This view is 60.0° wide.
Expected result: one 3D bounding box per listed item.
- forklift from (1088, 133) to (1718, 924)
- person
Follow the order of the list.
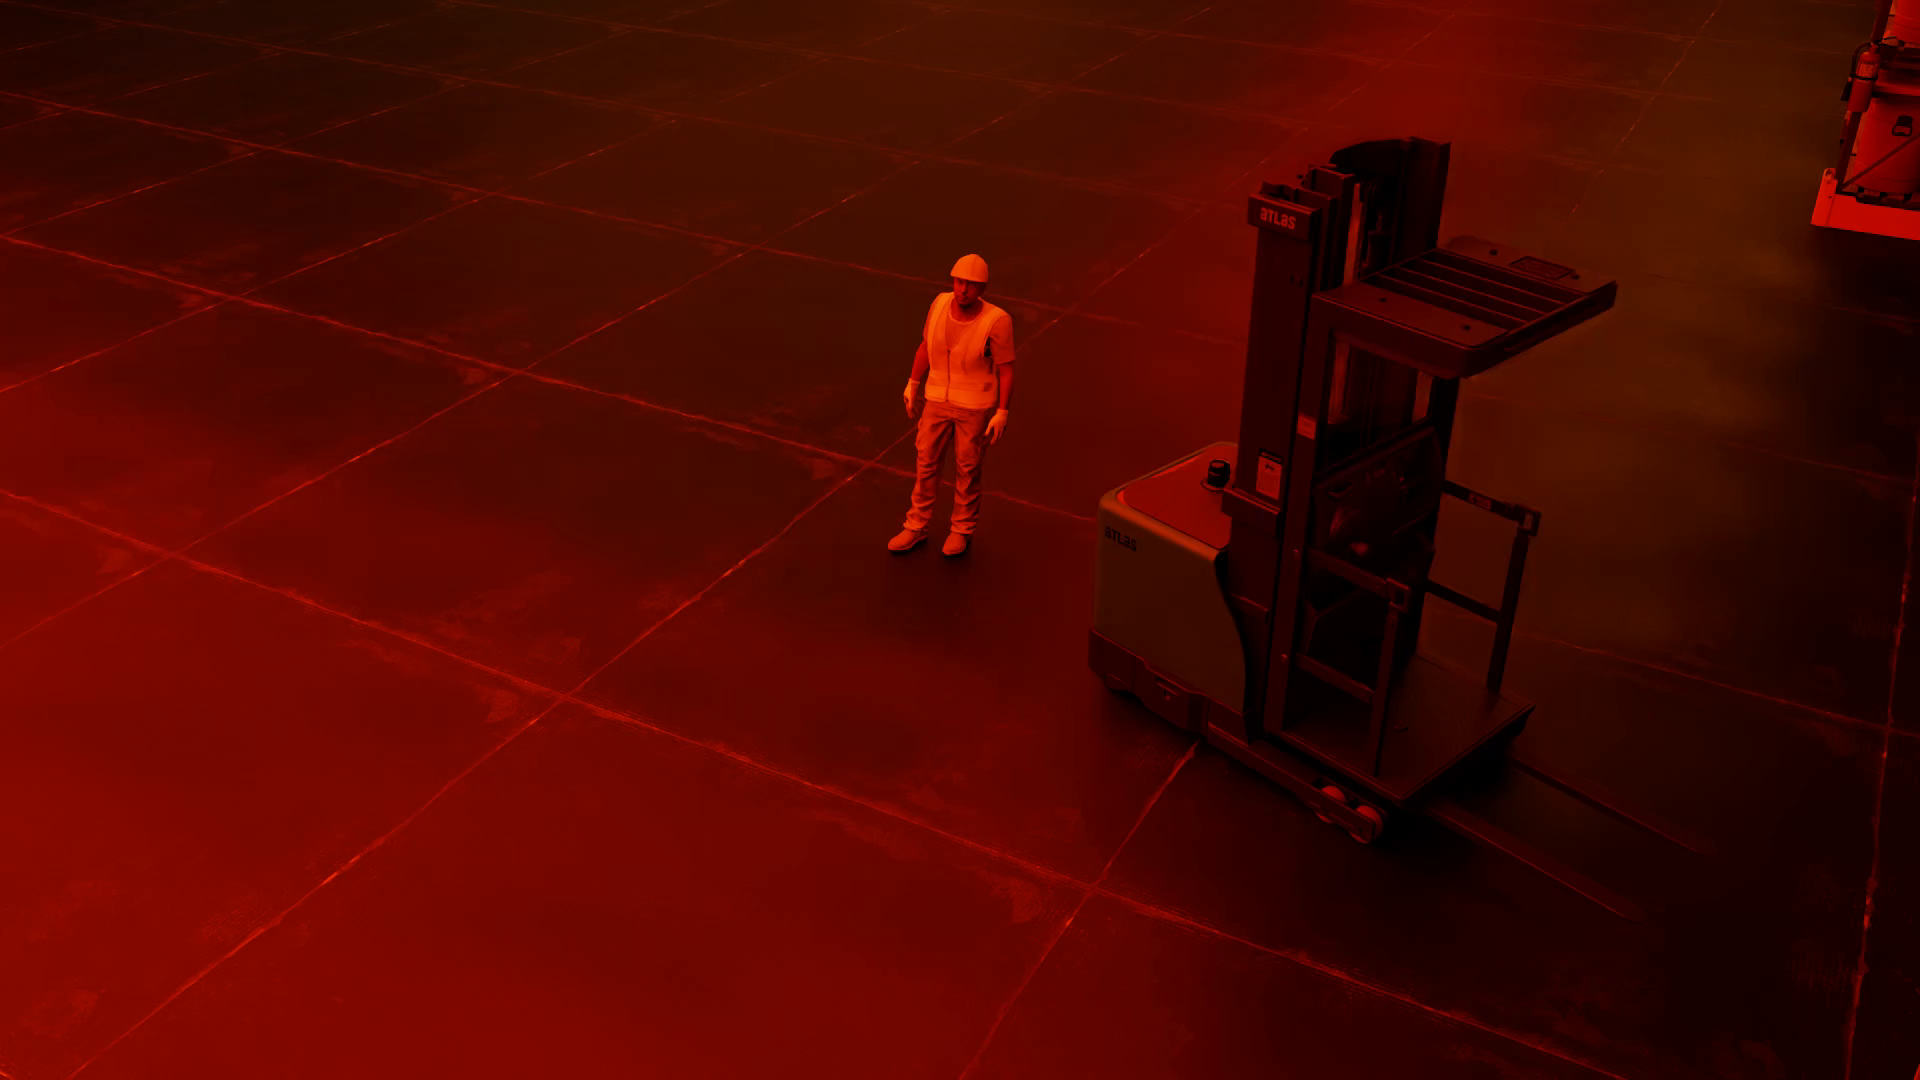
[{"bbox_3d":[2.032,-0.174,7.372,1.130,2.935,3.031,-24,38,-35],"label":"forklift"},{"bbox_3d":[-0.043,-0.749,9.502,0.657,1.785,0.575,15,33,25],"label":"person"}]
